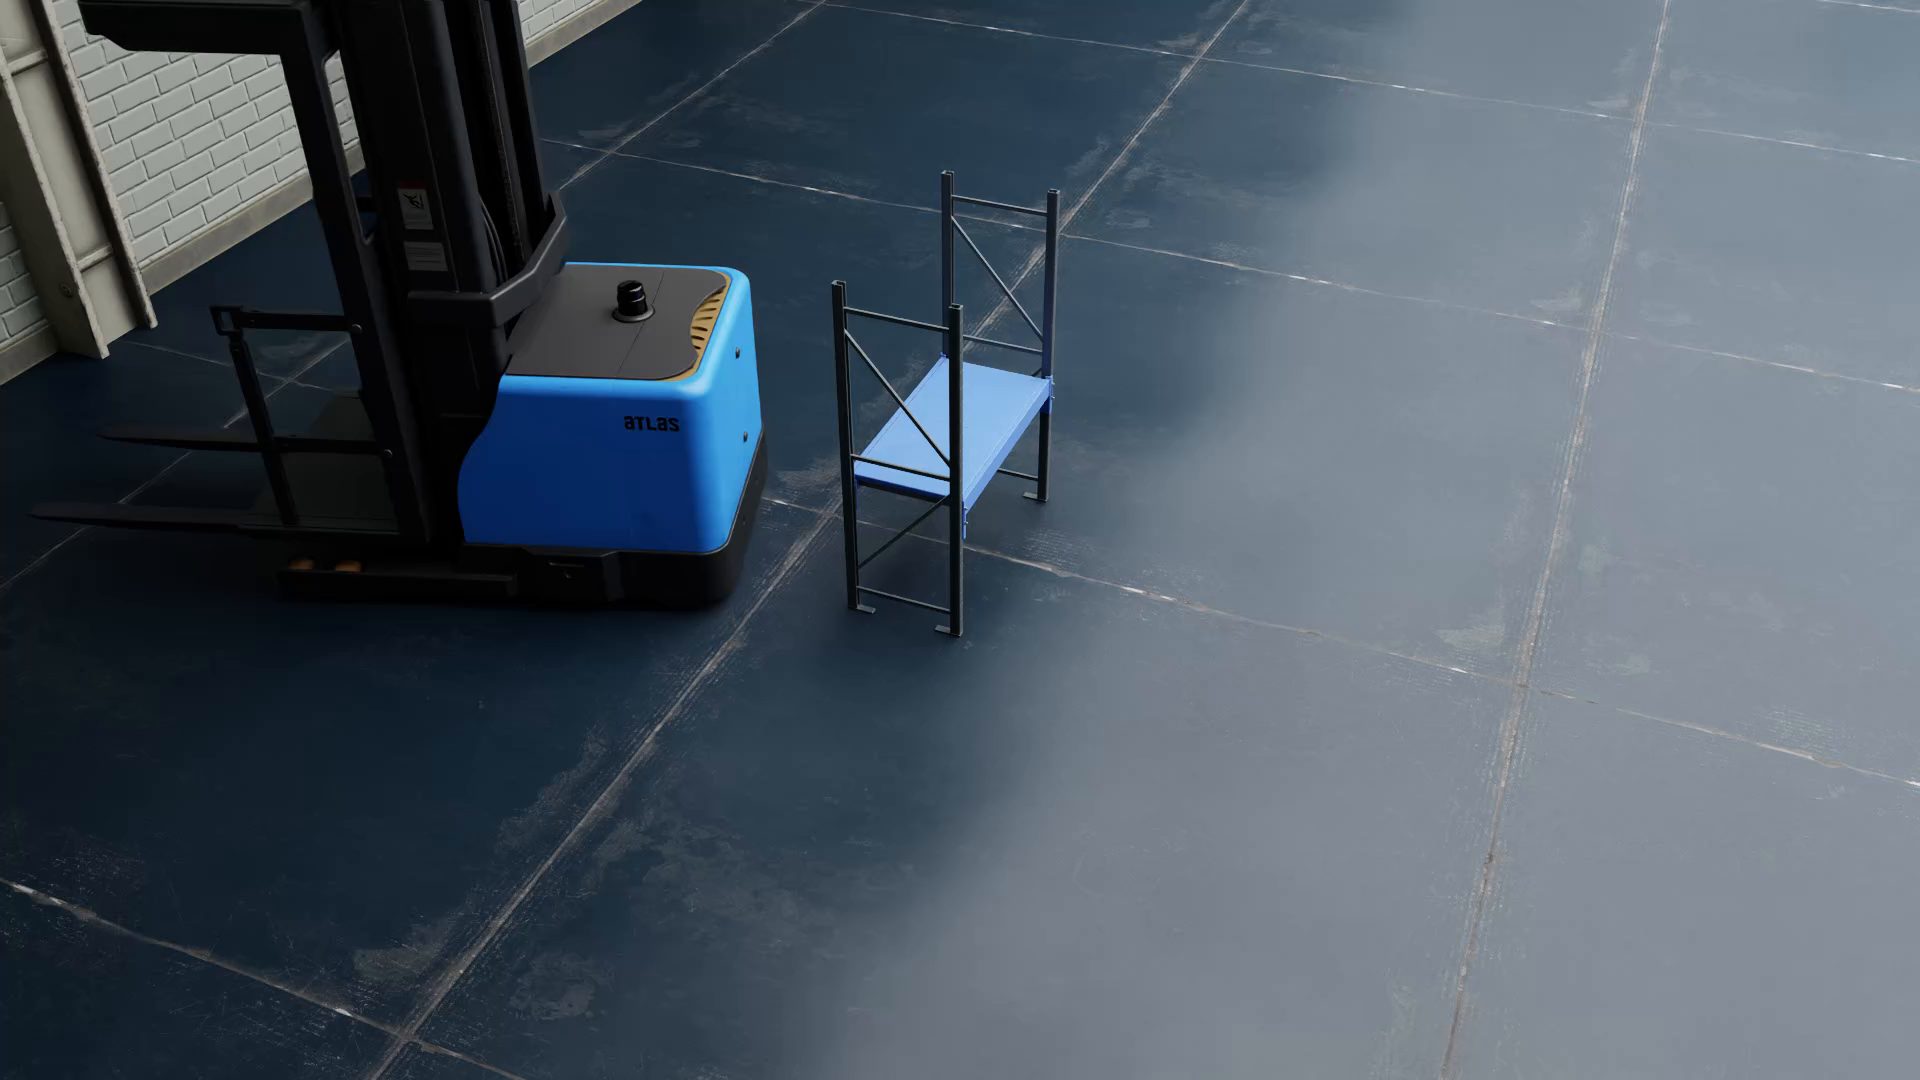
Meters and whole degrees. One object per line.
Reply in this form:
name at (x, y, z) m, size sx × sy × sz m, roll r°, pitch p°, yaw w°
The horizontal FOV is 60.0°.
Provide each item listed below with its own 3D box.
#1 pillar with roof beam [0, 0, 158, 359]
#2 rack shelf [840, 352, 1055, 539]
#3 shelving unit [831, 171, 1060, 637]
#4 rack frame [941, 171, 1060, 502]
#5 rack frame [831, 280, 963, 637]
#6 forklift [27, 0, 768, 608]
pillar with roof beam at (-0.464, -3.690, 4.671) m, size 9.100 × 9.000 × 0.400 m, roll 14°, pitch 39°, yaw 18°
rack shelf at (-0.032, -0.409, 6.845) m, size 0.538 × 0.185 × 1.000 m, roll 14°, pitch 39°, yaw 18°
shelving unit at (-0.032, -0.554, 6.738) m, size 0.538 × 1.500 × 1.048 m, roll 14°, pitch 39°, yaw 18°
rack frame at (0.161, -0.835, 7.114) m, size 0.500 × 1.500 × 0.032 m, roll 14°, pitch 39°, yaw 18°
rack frame at (-0.226, -0.272, 6.361) m, size 0.500 × 1.500 × 0.032 m, roll 14°, pitch 39°, yaw 18°
forklift at (-2.412, -1.240, 6.460) m, size 3.031 × 2.935 × 1.130 m, roll 2°, pitch 37°, yaw 3°
